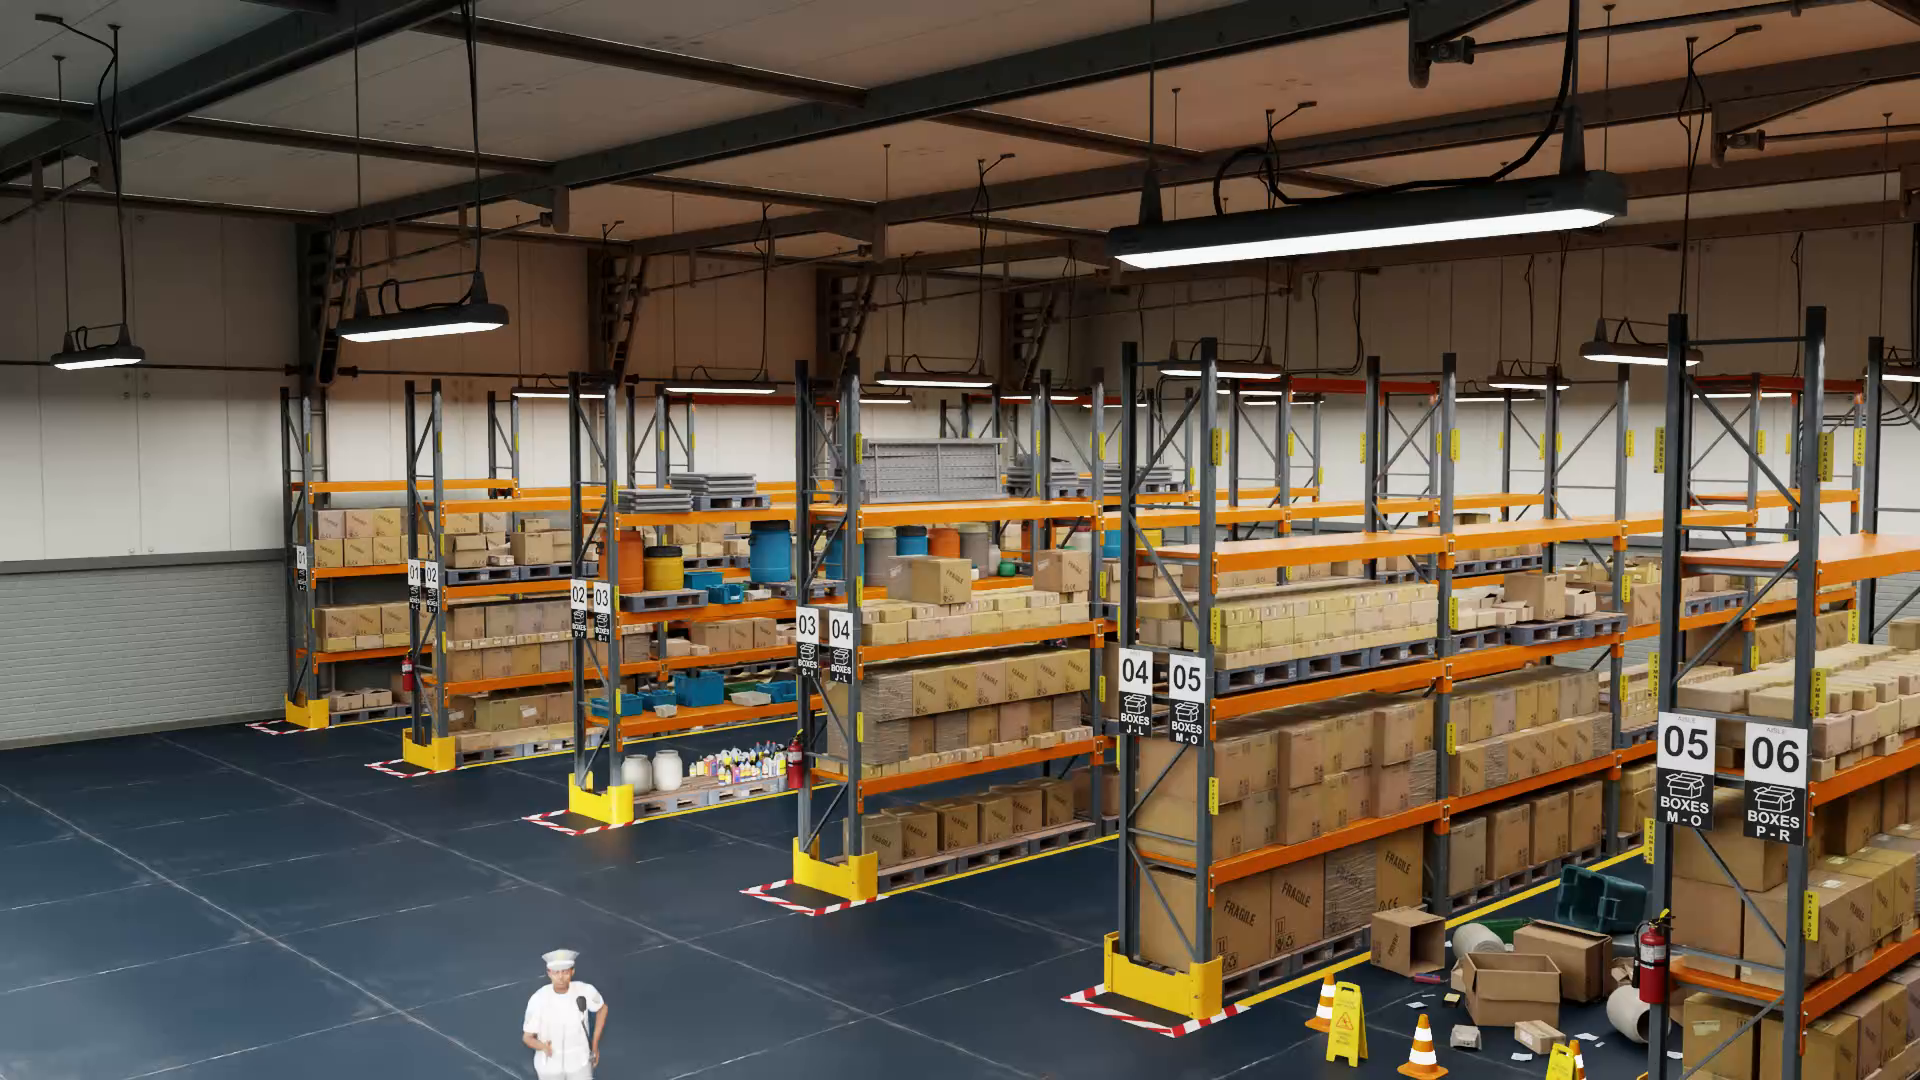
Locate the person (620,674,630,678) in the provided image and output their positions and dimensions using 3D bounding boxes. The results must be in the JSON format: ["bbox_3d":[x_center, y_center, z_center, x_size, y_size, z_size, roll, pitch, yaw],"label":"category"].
[{"bbox_3d":[-6.091,2.408,30.268,0.532,1.612,0.799,3,5,43],"label":"person"}]

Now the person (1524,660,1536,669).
[{"bbox_3d":[8.942,2.694,26.117,0.581,1.618,0.565,3,4,35],"label":"person"}]

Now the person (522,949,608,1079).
[{"bbox_3d":[-2.672,3.610,11.261,0.554,1.751,0.746,-1,4,-9],"label":"person"}]
